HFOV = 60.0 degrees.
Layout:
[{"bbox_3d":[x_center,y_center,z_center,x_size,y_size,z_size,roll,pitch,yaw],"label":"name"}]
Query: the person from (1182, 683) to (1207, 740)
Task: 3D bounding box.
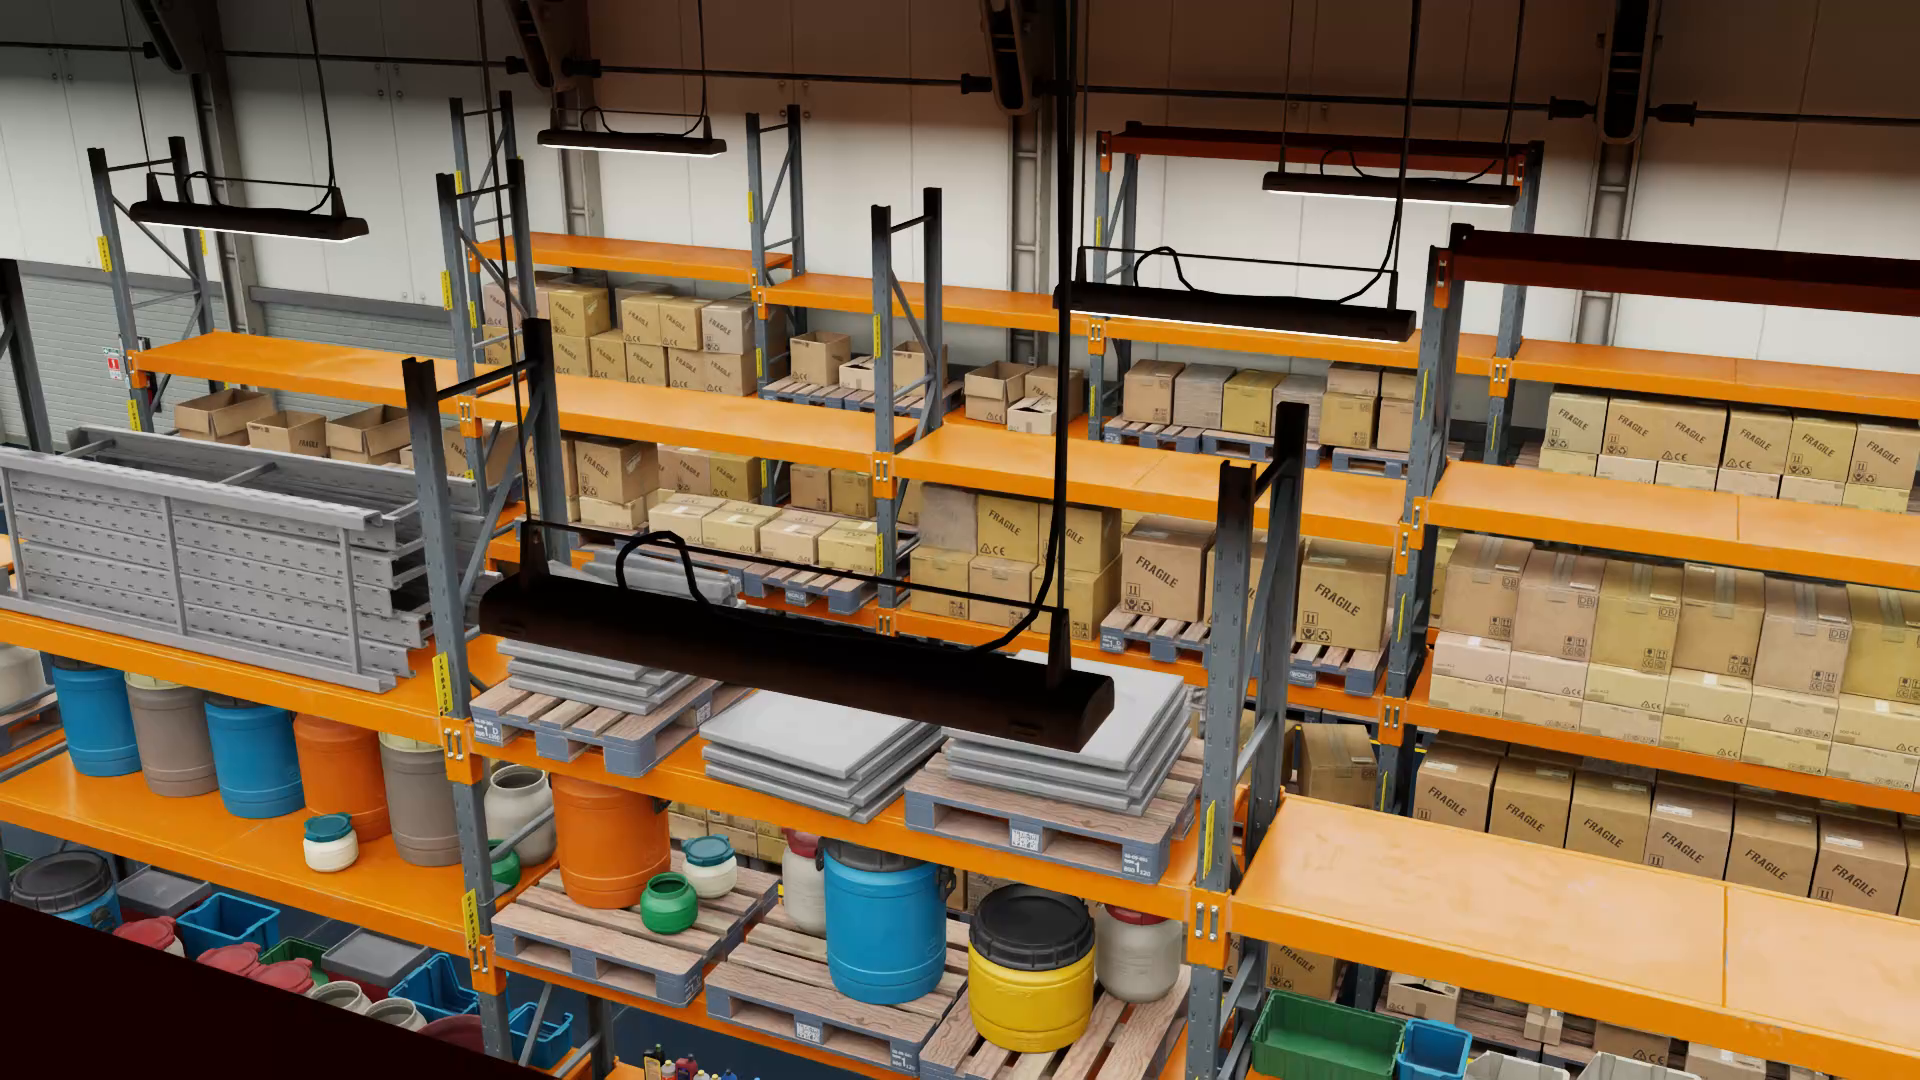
[{"bbox_3d":[2.273,1.680,15.857,0.515,1.675,0.480,-14,25,-33],"label":"person"}]
